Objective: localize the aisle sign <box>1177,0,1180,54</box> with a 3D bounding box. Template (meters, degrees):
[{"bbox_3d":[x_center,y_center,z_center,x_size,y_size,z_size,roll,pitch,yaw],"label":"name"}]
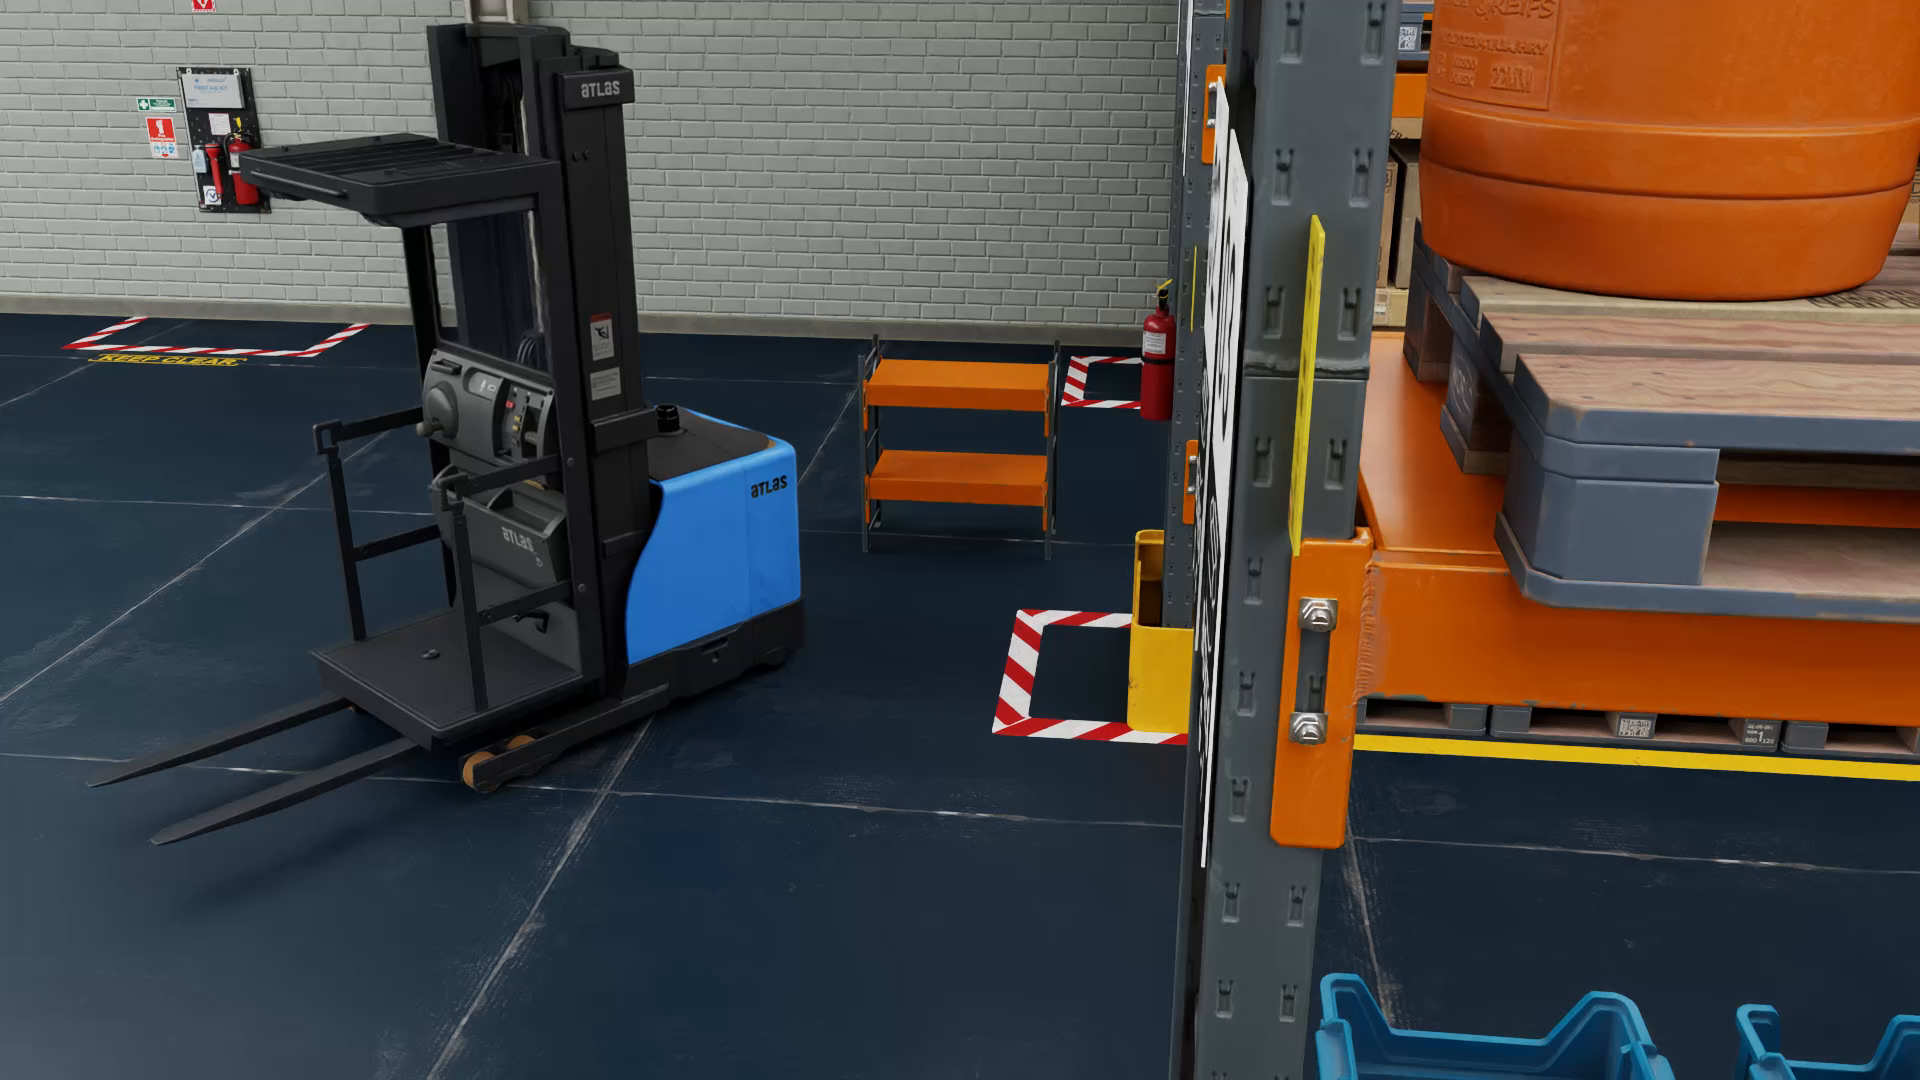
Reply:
[{"bbox_3d":[1.471,-3.672,11.113,0.004,0.787,0.394,2,22,6],"label":"aisle sign"}]

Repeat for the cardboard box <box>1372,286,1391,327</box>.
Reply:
[{"bbox_3d":[1.625,-1.003,6.879,0.250,0.149,0.380,2,22,5],"label":"cardboard box"}]

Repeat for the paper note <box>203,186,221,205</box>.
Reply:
[{"bbox_3d":[-6.201,-2.859,13.790,0.142,0.148,0.016,2,22,6],"label":"paper note"}]

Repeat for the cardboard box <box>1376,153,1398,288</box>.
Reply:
[{"bbox_3d":[1.513,-1.384,6.959,0.500,0.500,0.700,3,22,6],"label":"cardboard box"}]

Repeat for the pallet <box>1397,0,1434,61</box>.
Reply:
[{"bbox_3d":[1.697,-2.075,6.648,1.213,0.211,1.003,2,22,6],"label":"pallet"}]

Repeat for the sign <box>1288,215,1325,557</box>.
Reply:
[{"bbox_3d":[0.343,-0.151,1.650,0.005,0.325,0.100,2,22,6],"label":"sign"}]

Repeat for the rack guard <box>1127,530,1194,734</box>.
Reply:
[{"bbox_3d":[0.974,0.400,7.747,0.348,0.500,1.175,2,22,6],"label":"rack guard"}]

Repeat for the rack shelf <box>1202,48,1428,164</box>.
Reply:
[{"bbox_3d":[2.984,-1.735,6.647,4.000,0.370,1.077,2,22,6],"label":"rack shelf"}]

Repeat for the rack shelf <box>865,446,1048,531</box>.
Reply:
[{"bbox_3d":[0.007,-0.295,9.322,1.000,0.278,0.538,2,22,6],"label":"rack shelf"}]

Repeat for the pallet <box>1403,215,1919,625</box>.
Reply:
[{"bbox_3d":[1.222,-0.188,2.013,1.213,0.211,1.003,2,22,6],"label":"pallet"}]

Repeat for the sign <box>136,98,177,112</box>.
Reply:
[{"bbox_3d":[-6.567,-3.557,13.588,0.331,0.109,0.001,2,22,6],"label":"sign"}]

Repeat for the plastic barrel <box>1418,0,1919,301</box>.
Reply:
[{"bbox_3d":[0.909,-0.768,2.067,0.708,0.830,0.600,2,22,6],"label":"plastic barrel"}]

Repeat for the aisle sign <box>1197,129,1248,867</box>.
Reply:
[{"bbox_3d":[0.306,-0.058,1.970,0.004,0.787,0.394,2,22,6],"label":"aisle sign"}]

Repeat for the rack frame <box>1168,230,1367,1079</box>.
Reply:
[{"bbox_3d":[0.412,1.047,2.711,0.127,3.000,1.000,2,22,6],"label":"rack frame"}]

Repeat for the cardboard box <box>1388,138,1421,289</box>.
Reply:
[{"bbox_3d":[2.036,-1.363,6.907,0.500,0.500,0.700,2,22,5],"label":"cardboard box"}]

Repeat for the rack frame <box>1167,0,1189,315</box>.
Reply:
[{"bbox_3d":[1.578,-2.570,11.860,0.127,3.000,1.000,2,22,6],"label":"rack frame"}]

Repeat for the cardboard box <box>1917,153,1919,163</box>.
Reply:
[{"bbox_3d":[4.027,-1.276,6.687,0.500,0.500,0.700,2,22,6],"label":"cardboard box"}]

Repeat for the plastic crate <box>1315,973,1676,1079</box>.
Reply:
[{"bbox_3d":[0.944,1.029,2.960,0.616,0.251,0.499,2,22,6],"label":"plastic crate"}]

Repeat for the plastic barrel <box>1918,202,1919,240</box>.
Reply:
[{"bbox_3d":[1.559,-0.627,2.040,0.600,0.588,0.600,0,22,0],"label":"plastic barrel"}]

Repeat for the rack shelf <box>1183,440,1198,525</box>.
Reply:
[{"bbox_3d":[2.984,-0.340,7.198,4.000,0.370,1.077,2,22,6],"label":"rack shelf"}]

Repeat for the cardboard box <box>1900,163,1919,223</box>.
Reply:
[{"bbox_3d":[3.530,-1.298,6.742,0.500,0.500,0.700,2,22,6],"label":"cardboard box"}]

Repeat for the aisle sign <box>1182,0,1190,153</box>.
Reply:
[{"bbox_3d":[0.968,-2.080,7.085,0.004,0.787,0.394,2,22,6],"label":"aisle sign"}]

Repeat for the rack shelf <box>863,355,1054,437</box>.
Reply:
[{"bbox_3d":[0.007,-0.795,9.125,1.000,0.278,0.538,2,22,6],"label":"rack shelf"}]

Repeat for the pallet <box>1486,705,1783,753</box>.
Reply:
[{"bbox_3d":[2.971,0.607,7.617,1.213,0.211,1.003,2,22,6],"label":"pallet"}]

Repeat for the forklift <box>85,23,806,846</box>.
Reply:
[{"bbox_3d":[-2.119,-0.538,6.813,1.130,2.935,3.031,19,29,40],"label":"forklift"}]

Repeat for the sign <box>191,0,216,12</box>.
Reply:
[{"bbox_3d":[-6.030,-4.350,13.211,0.199,0.298,0.001,2,22,6],"label":"sign"}]

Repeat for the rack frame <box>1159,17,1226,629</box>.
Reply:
[{"bbox_3d":[0.998,-0.761,7.285,0.127,3.000,1.000,2,22,6],"label":"rack frame"}]

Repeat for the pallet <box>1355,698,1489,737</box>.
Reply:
[{"bbox_3d":[1.763,0.554,7.752,1.213,0.211,1.003,2,22,6],"label":"pallet"}]

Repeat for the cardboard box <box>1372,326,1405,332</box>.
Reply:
[{"bbox_3d":[1.982,-0.762,7.150,0.500,0.500,0.700,3,22,8],"label":"cardboard box"}]

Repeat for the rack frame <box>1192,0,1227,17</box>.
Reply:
[{"bbox_3d":[0.998,-3.551,6.182,0.127,3.000,1.000,2,22,6],"label":"rack frame"}]

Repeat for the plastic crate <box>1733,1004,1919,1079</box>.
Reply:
[{"bbox_3d":[1.588,1.059,2.883,0.408,0.251,0.499,2,22,6],"label":"plastic crate"}]

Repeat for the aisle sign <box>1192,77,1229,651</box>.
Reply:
[{"bbox_3d":[0.375,-0.273,2.515,0.004,0.787,0.394,2,22,6],"label":"aisle sign"}]

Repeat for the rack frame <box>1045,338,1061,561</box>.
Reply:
[{"bbox_3d":[0.512,-0.501,9.177,0.032,1.125,0.500,2,22,6],"label":"rack frame"}]

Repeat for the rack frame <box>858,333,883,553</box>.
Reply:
[{"bbox_3d":[-0.498,-0.545,9.288,0.032,1.125,0.500,2,22,6],"label":"rack frame"}]

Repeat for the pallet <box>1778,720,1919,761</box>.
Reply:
[{"bbox_3d":[4.186,0.659,7.485,1.213,0.211,1.003,2,22,6],"label":"pallet"}]

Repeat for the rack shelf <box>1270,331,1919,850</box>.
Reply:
[{"bbox_3d":[2.398,0.073,2.073,4.000,0.370,1.077,2,22,6],"label":"rack shelf"}]

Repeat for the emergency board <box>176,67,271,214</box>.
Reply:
[{"bbox_3d":[-6.033,-3.236,13.544,0.643,1.169,0.194,2,22,6],"label":"emergency board"}]

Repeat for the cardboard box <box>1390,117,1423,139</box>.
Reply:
[{"bbox_3d":[3.018,-2.678,11.290,0.500,0.500,0.500,2,22,5],"label":"cardboard box"}]

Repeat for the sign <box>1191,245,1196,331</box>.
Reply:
[{"bbox_3d":[0.927,-0.998,6.599,0.005,0.325,0.100,2,22,6],"label":"sign"}]

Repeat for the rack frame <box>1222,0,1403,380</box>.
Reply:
[{"bbox_3d":[0.412,-1.743,1.608,0.127,3.000,1.000,2,22,6],"label":"rack frame"}]

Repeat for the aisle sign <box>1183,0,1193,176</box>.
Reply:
[{"bbox_3d":[0.897,-1.861,6.531,0.004,0.787,0.394,2,22,6],"label":"aisle sign"}]

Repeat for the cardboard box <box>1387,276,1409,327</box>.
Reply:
[{"bbox_3d":[1.873,-0.992,6.850,0.250,0.149,0.380,3,22,7],"label":"cardboard box"}]

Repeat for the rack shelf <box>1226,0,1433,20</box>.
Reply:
[{"bbox_3d":[3.564,-3.544,11.222,4.000,0.370,1.077,2,22,6],"label":"rack shelf"}]

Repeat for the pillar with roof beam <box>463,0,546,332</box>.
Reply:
[{"bbox_3d":[-4.090,-4.333,8.160,0.400,9.000,9.100,2,22,6],"label":"pillar with roof beam"}]

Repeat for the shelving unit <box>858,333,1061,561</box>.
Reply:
[{"bbox_3d":[0.007,-0.523,9.232,1.048,1.125,0.538,2,22,6],"label":"shelving unit"}]

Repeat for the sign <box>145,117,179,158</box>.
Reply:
[{"bbox_3d":[-6.570,-3.314,13.694,0.234,0.329,0.001,2,22,6],"label":"sign"}]

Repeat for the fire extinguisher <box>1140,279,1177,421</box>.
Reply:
[{"bbox_3d":[0.936,-0.900,7.741,0.183,0.674,0.296,2,22,6],"label":"fire extinguisher"}]
